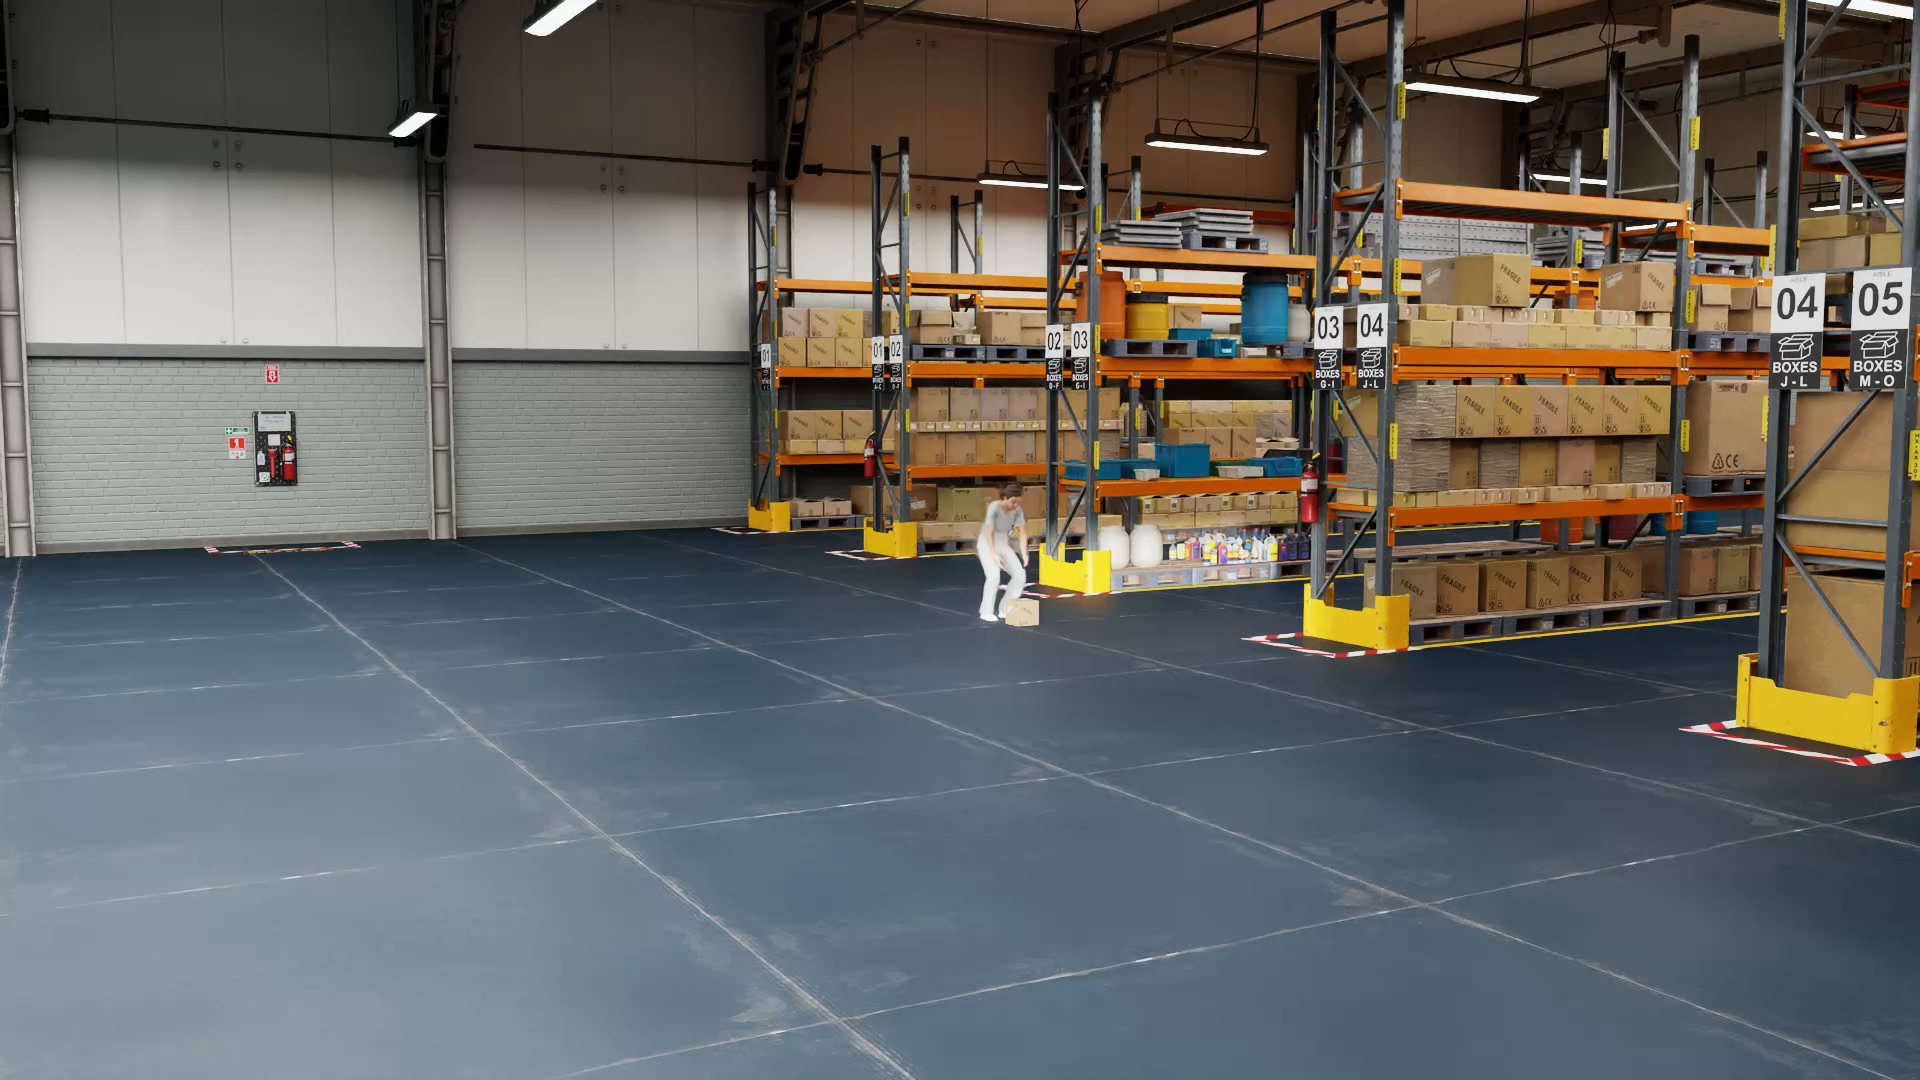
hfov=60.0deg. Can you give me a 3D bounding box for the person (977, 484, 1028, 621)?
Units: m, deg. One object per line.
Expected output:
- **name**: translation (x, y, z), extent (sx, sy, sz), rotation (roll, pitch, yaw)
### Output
- **person**: translation (0.456, 0.121, 17.449), extent (0.489, 1.444, 0.596), rotation (-3, 6, -28)
